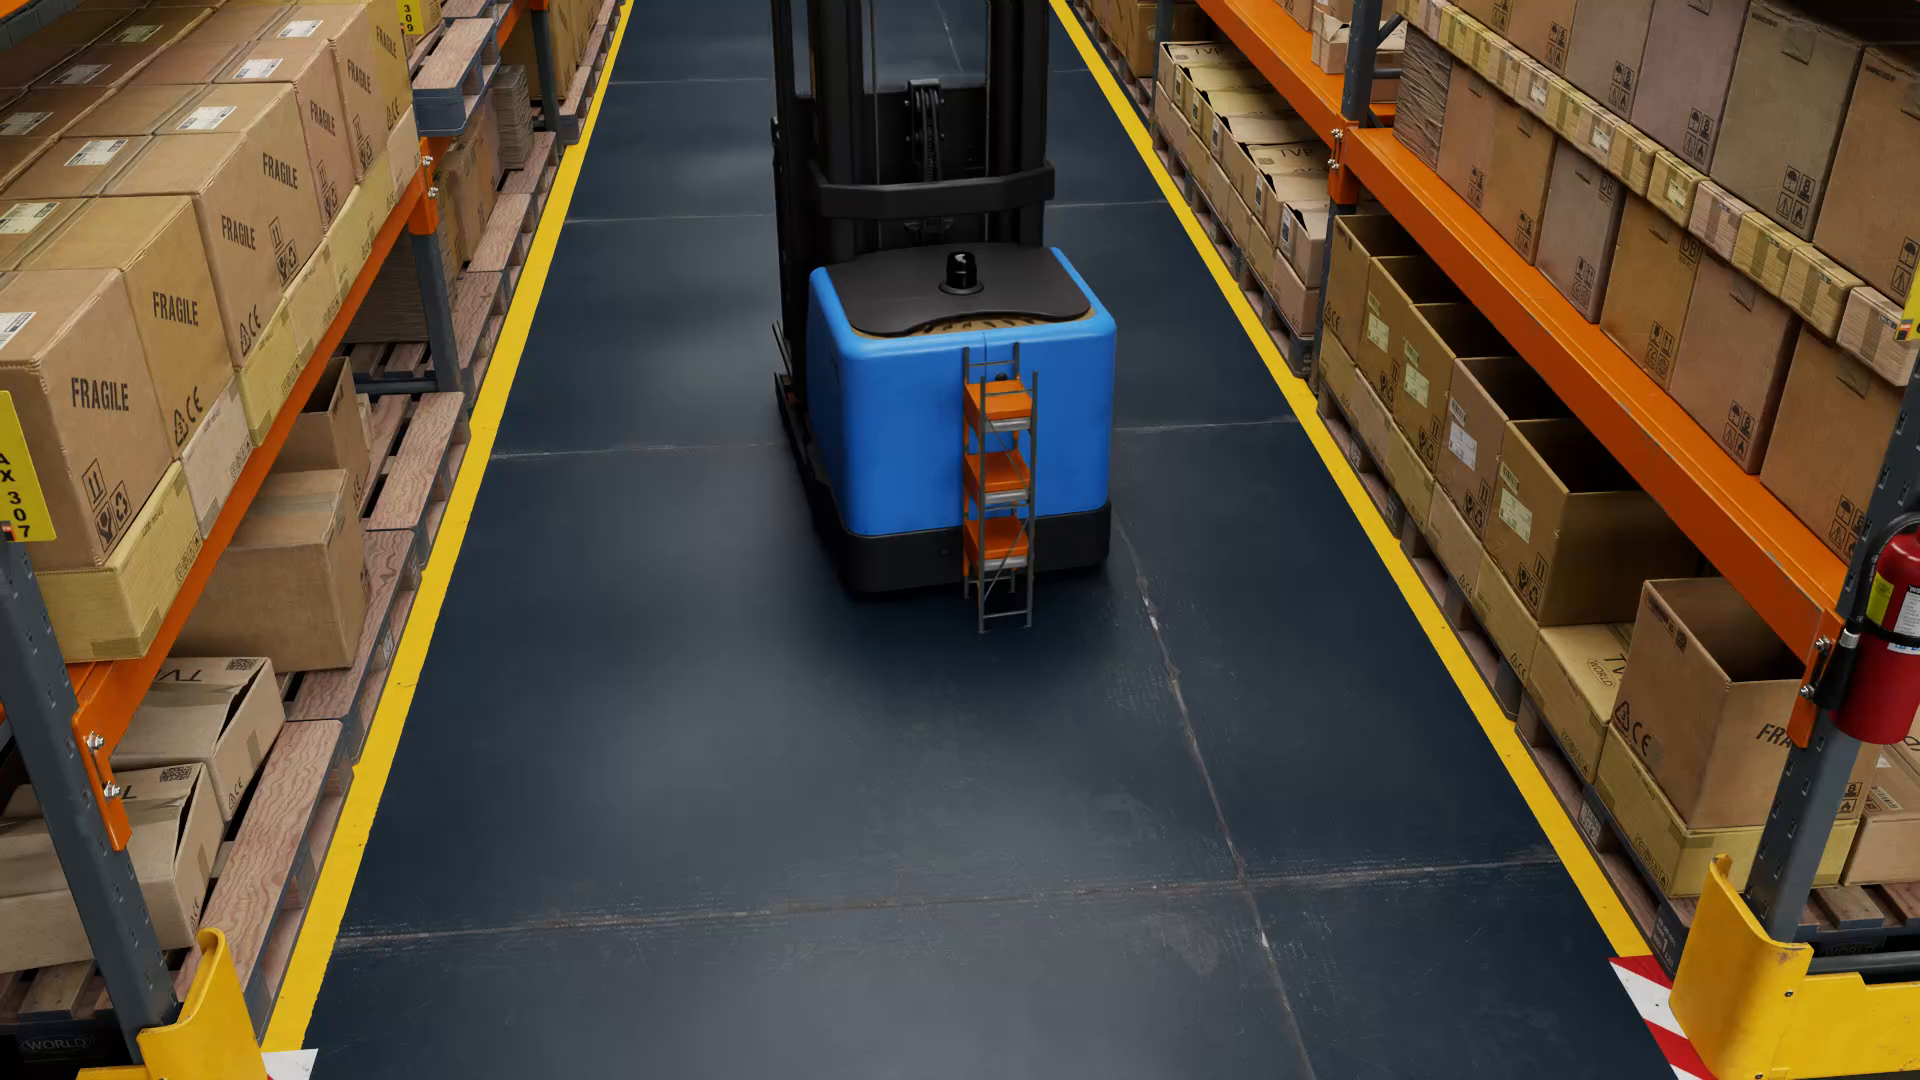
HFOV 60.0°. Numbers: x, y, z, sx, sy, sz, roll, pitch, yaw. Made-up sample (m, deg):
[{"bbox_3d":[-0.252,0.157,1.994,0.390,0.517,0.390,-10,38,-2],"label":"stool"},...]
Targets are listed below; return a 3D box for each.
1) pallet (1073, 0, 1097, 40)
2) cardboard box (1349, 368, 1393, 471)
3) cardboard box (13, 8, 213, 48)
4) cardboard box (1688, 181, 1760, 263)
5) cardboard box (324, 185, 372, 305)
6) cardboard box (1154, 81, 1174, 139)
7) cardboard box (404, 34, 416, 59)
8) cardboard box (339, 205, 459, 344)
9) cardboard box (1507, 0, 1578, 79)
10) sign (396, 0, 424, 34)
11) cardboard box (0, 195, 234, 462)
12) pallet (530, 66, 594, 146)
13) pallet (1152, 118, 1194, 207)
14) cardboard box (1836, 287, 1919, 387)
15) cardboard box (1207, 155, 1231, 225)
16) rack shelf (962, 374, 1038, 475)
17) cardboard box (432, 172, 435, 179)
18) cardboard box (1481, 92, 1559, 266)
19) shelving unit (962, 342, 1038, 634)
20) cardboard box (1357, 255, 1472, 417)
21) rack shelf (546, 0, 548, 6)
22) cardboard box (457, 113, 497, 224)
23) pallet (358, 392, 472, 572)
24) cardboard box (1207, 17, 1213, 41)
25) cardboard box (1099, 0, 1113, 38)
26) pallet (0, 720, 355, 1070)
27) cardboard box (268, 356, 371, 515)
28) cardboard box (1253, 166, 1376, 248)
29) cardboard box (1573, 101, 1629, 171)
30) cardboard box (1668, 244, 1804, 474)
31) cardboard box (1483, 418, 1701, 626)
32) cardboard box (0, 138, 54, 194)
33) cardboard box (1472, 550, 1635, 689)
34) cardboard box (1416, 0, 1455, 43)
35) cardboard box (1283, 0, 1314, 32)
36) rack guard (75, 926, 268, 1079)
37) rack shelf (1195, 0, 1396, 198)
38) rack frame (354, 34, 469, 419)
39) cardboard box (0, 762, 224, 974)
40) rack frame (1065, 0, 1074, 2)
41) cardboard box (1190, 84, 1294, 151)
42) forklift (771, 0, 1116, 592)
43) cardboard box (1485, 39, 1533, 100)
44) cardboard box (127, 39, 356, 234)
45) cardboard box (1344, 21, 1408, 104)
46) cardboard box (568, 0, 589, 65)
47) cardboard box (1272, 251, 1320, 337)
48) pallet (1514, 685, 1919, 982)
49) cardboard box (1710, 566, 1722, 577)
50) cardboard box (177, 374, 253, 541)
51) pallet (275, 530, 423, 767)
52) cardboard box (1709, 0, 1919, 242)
[{"bbox_3d":[1.541,-4.496,14.071,1.003,0.211,1.213,-3,31,-5],"label":"pallet"},{"bbox_3d":[1.958,-0.515,6.959,0.500,0.250,0.500,-3,31,-5],"label":"cardboard box"},{"bbox_3d":[-2.876,-1.535,5.790,0.500,0.500,0.500,-3,31,-5],"label":"cardboard box"},{"bbox_3d":[2.252,-0.880,4.568,0.380,0.149,0.250,-2,31,-4],"label":"cardboard box"},{"bbox_3d":[-2.310,-0.989,5.607,0.500,0.250,0.500,-3,31,-5],"label":"cardboard box"},{"bbox_3d":[1.558,-2.783,10.755,0.500,0.250,0.500,-3,31,-5],"label":"cardboard box"},{"bbox_3d":[-2.770,-2.276,7.109,0.700,0.500,0.500,-3,31,-4],"label":"cardboard box"},{"bbox_3d":[-2.842,-1.274,7.966,0.700,0.500,0.500,-2,31,-3],"label":"cardboard box"},{"bbox_3d":[2.317,-1.882,5.613,0.700,0.500,0.500,-3,31,-5],"label":"cardboard box"},{"bbox_3d":[-2.217,-2.184,6.638,0.100,0.325,0.005,-3,31,-5],"label":"sign"},{"bbox_3d":[-2.164,-0.518,4.087,0.500,0.500,0.500,-3,31,-4],"label":"cardboard box"},{"bbox_3d":[-3.129,-3.034,11.624,1.003,0.211,1.213,-3,31,-5],"label":"pallet"},{"bbox_3d":[1.839,-2.445,10.638,1.003,0.211,1.213,-3,31,-5],"label":"pallet"},{"bbox_3d":[2.323,-0.487,3.911,0.380,0.149,0.250,-3,31,-5],"label":"cardboard box"},{"bbox_3d":[1.708,-1.999,9.444,0.500,0.250,0.500,-2,31,-4],"label":"cardboard box"},{"bbox_3d":[0.140,-0.410,5.880,0.215,0.259,0.240,-7,32,-11],"label":"rack shelf"},{"bbox_3d":[-2.887,-1.820,8.150,0.500,0.250,0.500,-3,31,-6],"label":"cardboard box"},{"bbox_3d":[2.322,-1.314,5.926,0.700,0.500,0.500,-2,31,-4],"label":"cardboard box"},{"bbox_3d":[0.140,-0.176,6.021,0.215,1.050,0.252,-7,32,-11],"label":"shelving unit"},{"bbox_3d":[1.961,-0.837,6.767,0.500,0.500,0.500,-3,31,-5],"label":"cardboard box"},{"bbox_3d":[-3.317,-4.537,12.123,1.077,0.370,4.000,-3,31,-5],"label":"rack shelf"},{"bbox_3d":[-3.004,-2.055,9.274,0.700,0.500,0.500,-3,31,-5],"label":"cardboard box"},{"bbox_3d":[-2.659,-0.245,6.954,1.003,0.211,1.213,-3,31,-5],"label":"pallet"},{"bbox_3d":[1.989,-3.693,12.017,0.500,0.500,0.500,-4,31,-6],"label":"cardboard box"},{"bbox_3d":[1.377,-4.178,12.828,0.500,0.500,0.500,-4,31,-6],"label":"cardboard box"},{"bbox_3d":[-2.431,1.001,4.868,1.003,0.211,1.213,-3,31,-5],"label":"pallet"},{"bbox_3d":[-2.620,-0.371,6.454,0.500,0.500,0.500,-5,31,-8],"label":"cardboard box"},{"bbox_3d":[1.797,-1.721,8.431,0.500,0.311,0.500,-2,31,-3],"label":"cardboard box"},{"bbox_3d":[2.176,-1.279,5.236,0.380,0.149,0.250,-3,31,-5],"label":"cardboard box"},{"bbox_3d":[2.464,-0.530,4.614,0.700,0.500,0.500,-2,31,-3],"label":"cardboard box"},{"bbox_3d":[2.094,-0.071,5.484,0.500,0.500,0.500,-3,31,-5],"label":"cardboard box"},{"bbox_3d":[-2.728,-0.759,4.490,0.500,0.500,0.500,-4,31,-6],"label":"cardboard box"},{"bbox_3d":[2.097,0.251,5.677,0.500,0.250,0.500,-3,31,-5],"label":"cardboard box"},{"bbox_3d":[2.031,-2.069,6.559,0.380,0.149,0.250,-2,31,-4],"label":"cardboard box"},{"bbox_3d":[2.024,-2.983,8.721,0.500,0.500,0.500,-3,31,-5],"label":"cardboard box"},{"bbox_3d":[-2.390,1.294,4.097,1.175,0.500,0.348,-3,31,-5],"label":"rack guard"},{"bbox_3d":[1.988,-2.734,9.104,1.077,0.370,4.000,-3,31,-5],"label":"rack shelf"},{"bbox_3d":[-2.757,-1.783,6.810,1.000,3.000,0.127,-3,31,-5],"label":"rack frame"},{"bbox_3d":[-2.358,0.867,4.566,0.500,0.311,0.500,-6,31,-10],"label":"cardboard box"},{"bbox_3d":[1.428,-6.107,14.048,1.000,3.000,0.127,-3,31,-5],"label":"rack frame"},{"bbox_3d":[1.661,-2.495,9.727,0.500,0.311,0.500,-4,31,-6],"label":"cardboard box"},{"bbox_3d":[-0.245,-1.805,6.914,1.130,2.935,3.031,-7,32,-11],"label":"forklift"},{"bbox_3d":[2.104,-1.676,5.900,0.380,0.149,0.250,-4,31,-6],"label":"cardboard box"},{"bbox_3d":[-2.316,-1.310,5.414,0.500,0.500,0.500,-4,31,-6],"label":"cardboard box"},{"bbox_3d":[2.086,-2.207,7.666,0.500,0.250,0.500,-1,31,-1],"label":"cardboard box"},{"bbox_3d":[-3.144,-3.912,12.061,0.750,0.750,0.750,-3,31,-5],"label":"cardboard box"},{"bbox_3d":[1.848,-1.220,8.139,0.500,0.250,0.500,-3,31,-5],"label":"cardboard box"},{"bbox_3d":[2.436,0.829,5.157,1.003,0.211,1.213,-3,31,-5],"label":"pallet"},{"bbox_3d":[2.672,0.159,5.100,0.500,0.500,0.500,-3,31,-5],"label":"cardboard box"},{"bbox_3d":[-2.175,-0.214,4.309,0.500,0.250,0.500,-4,31,-6],"label":"cardboard box"},{"bbox_3d":[-2.542,0.380,5.908,1.003,0.211,1.213,-3,31,-5],"label":"pallet"},{"bbox_3d":[2.458,-1.114,4.327,0.700,0.500,0.500,-4,31,-6],"label":"cardboard box"}]
